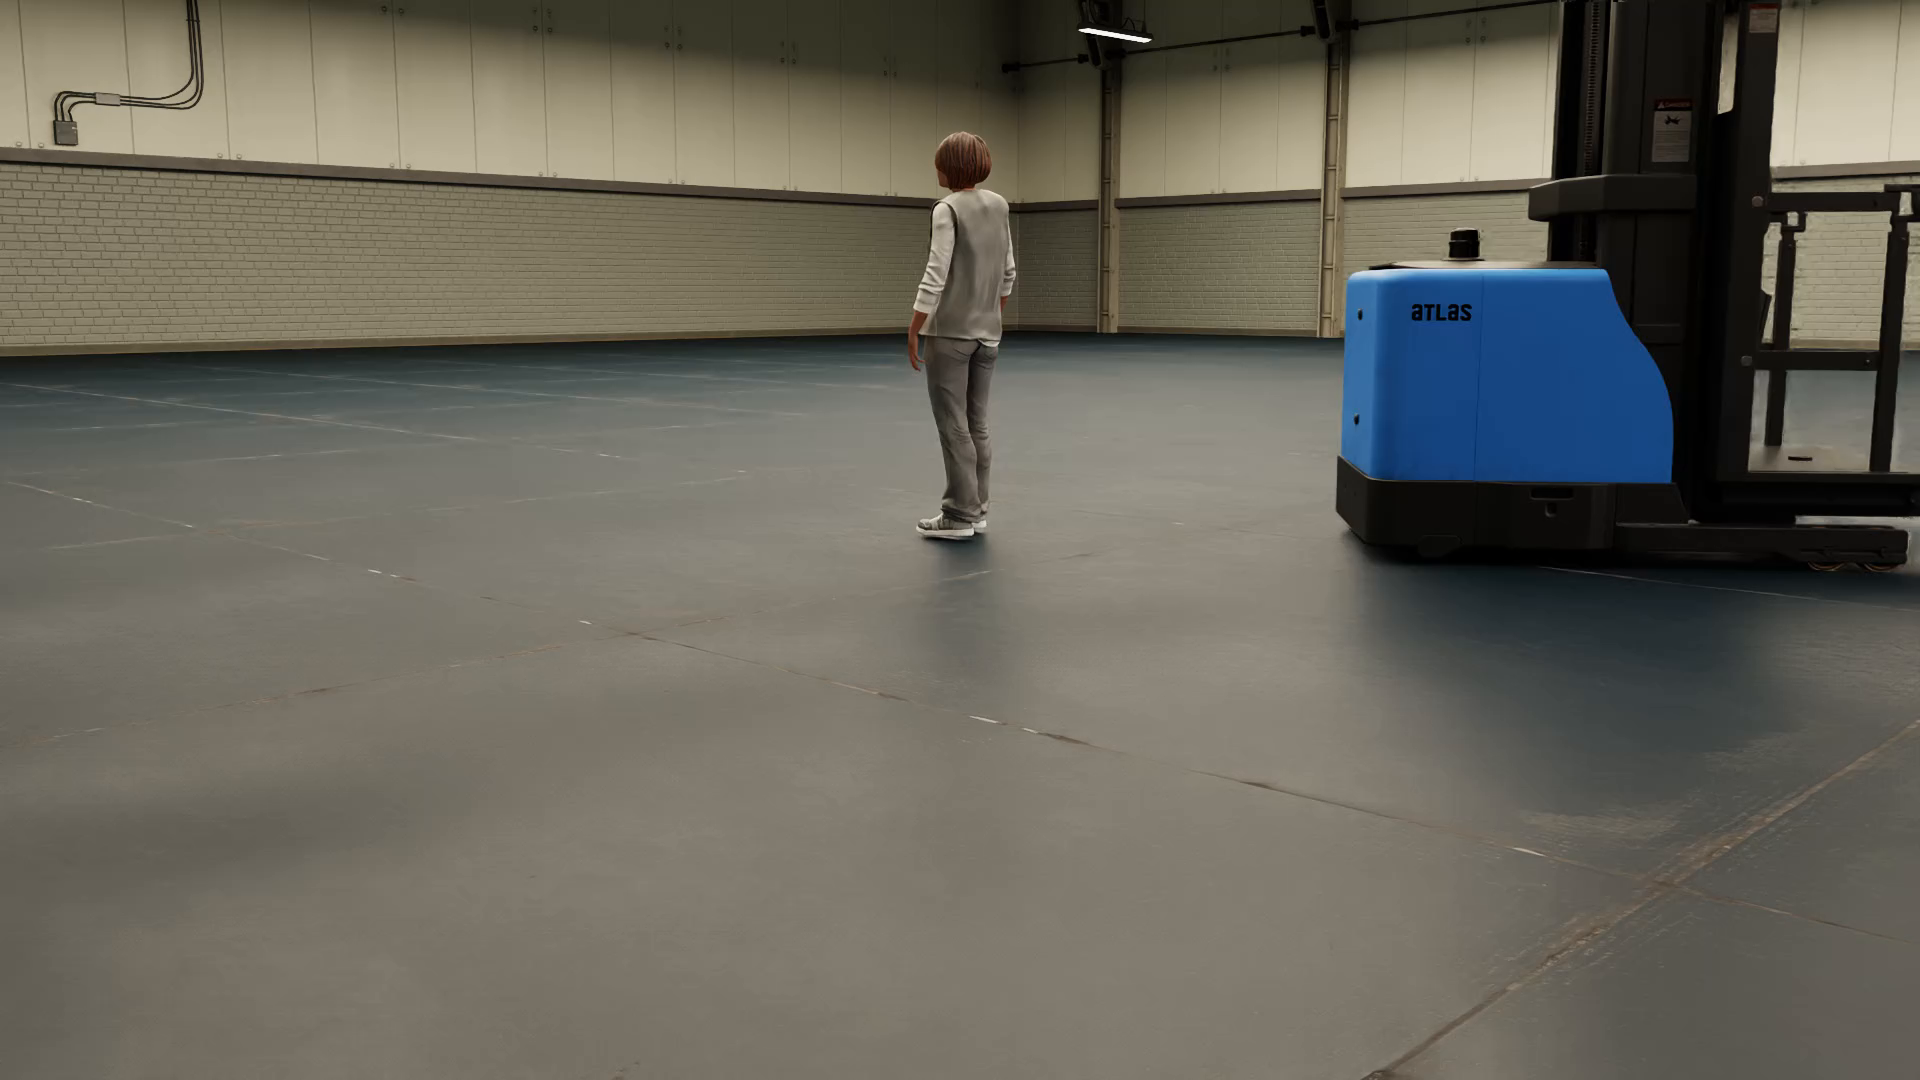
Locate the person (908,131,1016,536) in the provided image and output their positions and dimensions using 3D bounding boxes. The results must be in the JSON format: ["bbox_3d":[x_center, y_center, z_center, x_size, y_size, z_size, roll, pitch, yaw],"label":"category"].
[{"bbox_3d":[-0.043,-0.806,6.658,0.475,1.596,0.521,8,12,43],"label":"person"}]

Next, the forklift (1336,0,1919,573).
[{"bbox_3d":[3.057,-1.414,6.266,3.031,2.935,1.130,1,9,6],"label":"forklift"}]
